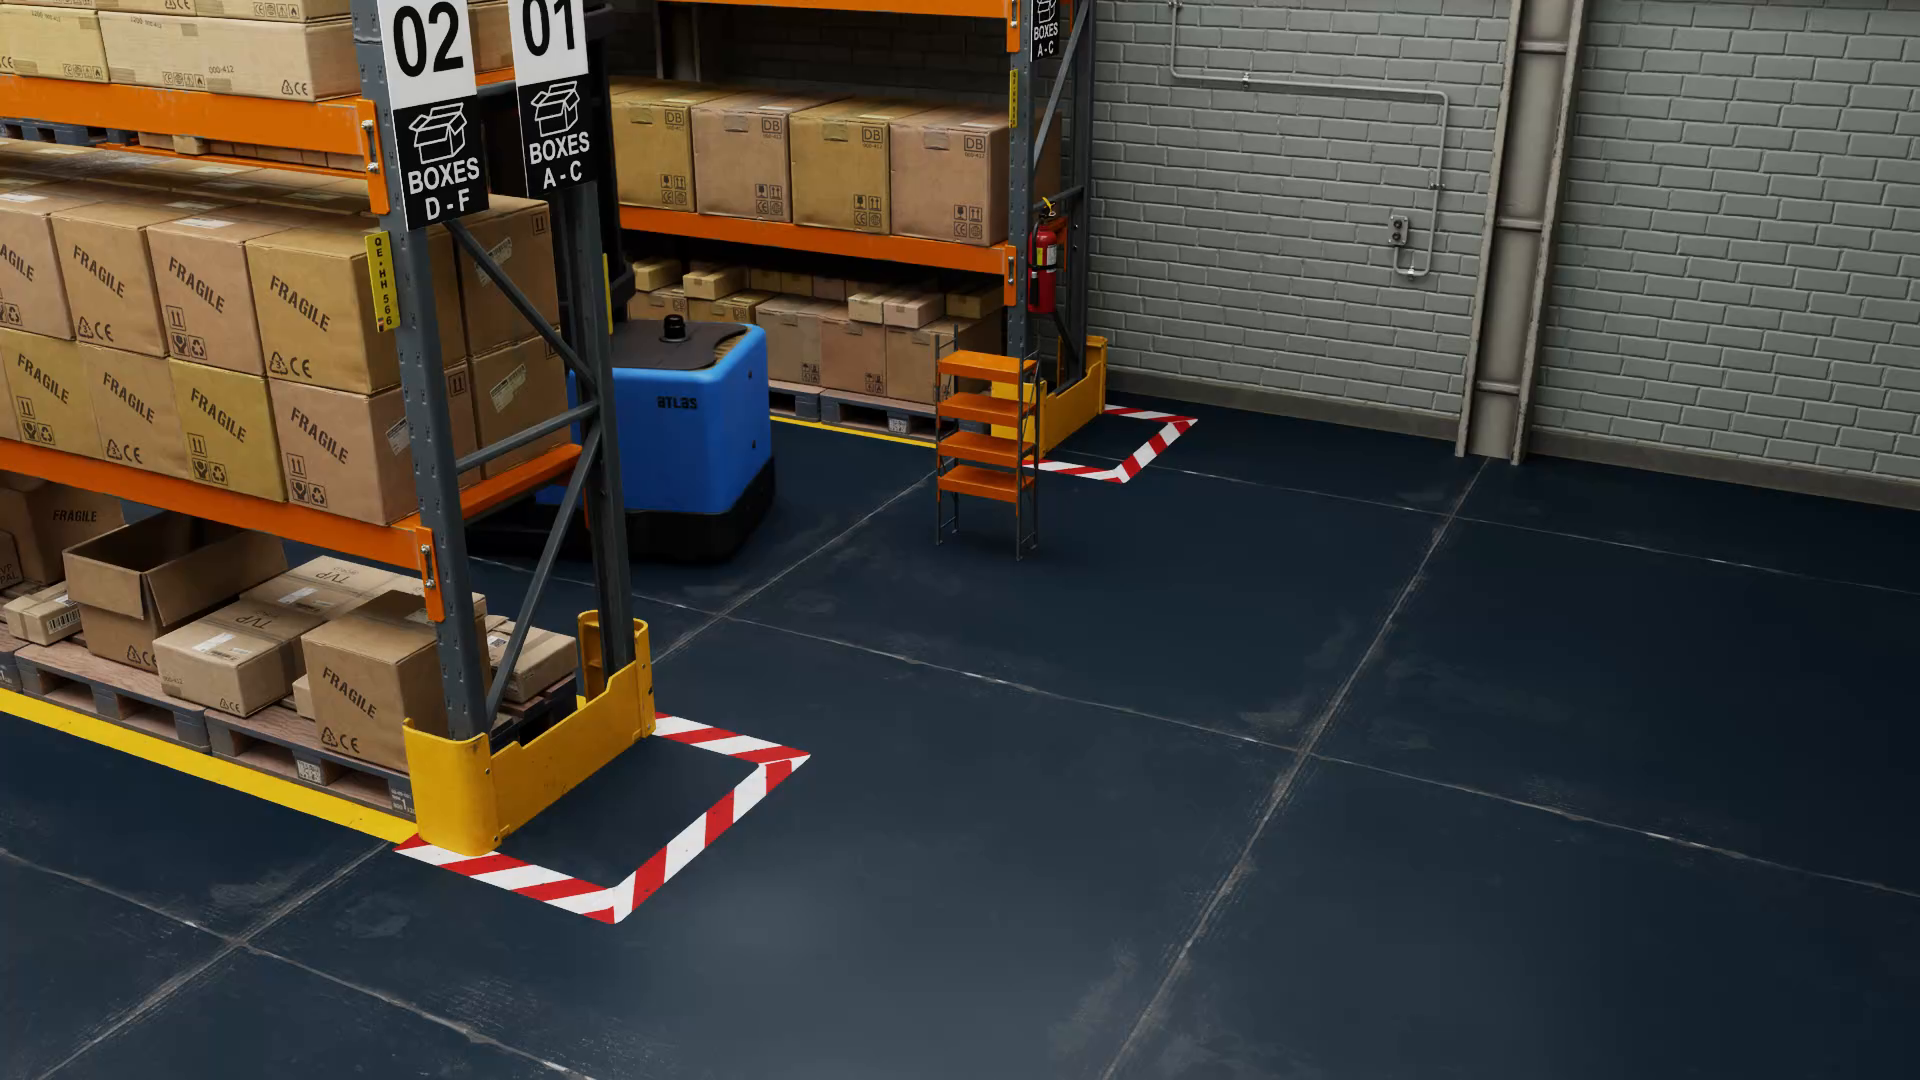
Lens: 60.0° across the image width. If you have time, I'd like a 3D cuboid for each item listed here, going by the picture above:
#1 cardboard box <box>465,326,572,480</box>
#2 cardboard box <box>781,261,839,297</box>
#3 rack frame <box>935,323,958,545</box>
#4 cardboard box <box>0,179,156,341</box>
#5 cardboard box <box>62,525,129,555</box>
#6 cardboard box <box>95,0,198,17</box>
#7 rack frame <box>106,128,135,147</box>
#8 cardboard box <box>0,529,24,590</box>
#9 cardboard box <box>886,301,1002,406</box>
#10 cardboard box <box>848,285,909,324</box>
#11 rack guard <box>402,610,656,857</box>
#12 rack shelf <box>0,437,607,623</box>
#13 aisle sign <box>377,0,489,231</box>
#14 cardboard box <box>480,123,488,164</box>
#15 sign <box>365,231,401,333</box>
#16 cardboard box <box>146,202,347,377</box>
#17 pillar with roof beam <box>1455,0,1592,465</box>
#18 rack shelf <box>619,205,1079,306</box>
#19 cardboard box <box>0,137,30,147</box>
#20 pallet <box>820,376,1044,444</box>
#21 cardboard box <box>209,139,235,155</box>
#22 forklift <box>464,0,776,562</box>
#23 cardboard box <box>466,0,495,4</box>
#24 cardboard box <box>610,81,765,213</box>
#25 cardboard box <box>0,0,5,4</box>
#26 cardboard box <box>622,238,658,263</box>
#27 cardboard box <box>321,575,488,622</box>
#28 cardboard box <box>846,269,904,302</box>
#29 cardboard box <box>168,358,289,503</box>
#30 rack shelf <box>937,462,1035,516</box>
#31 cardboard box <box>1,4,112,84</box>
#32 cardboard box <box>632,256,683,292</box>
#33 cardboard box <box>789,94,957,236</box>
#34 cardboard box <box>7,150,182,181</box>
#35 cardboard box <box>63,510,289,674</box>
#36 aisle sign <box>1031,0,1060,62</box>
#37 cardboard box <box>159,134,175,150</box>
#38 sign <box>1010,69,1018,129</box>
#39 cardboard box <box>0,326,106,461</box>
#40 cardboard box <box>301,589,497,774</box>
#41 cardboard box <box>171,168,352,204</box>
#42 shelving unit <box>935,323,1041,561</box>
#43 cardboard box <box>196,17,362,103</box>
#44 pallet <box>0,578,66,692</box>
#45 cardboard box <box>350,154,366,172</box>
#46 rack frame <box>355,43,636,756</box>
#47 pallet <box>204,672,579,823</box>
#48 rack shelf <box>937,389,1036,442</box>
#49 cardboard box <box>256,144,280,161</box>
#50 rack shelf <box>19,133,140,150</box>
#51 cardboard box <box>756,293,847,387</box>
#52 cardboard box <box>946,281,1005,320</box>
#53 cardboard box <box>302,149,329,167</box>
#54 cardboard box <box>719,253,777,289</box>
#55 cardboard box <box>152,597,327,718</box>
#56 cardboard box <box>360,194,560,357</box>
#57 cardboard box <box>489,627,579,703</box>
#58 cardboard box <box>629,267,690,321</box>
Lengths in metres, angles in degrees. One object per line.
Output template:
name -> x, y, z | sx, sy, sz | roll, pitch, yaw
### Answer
cardboard box -> -1.939, -0.592, 6.681 | 0.500, 0.500, 0.500 | 12, 26, 26
cardboard box -> -1.030, -1.807, 11.495 | 0.250, 0.149, 0.380 | 11, 26, 25
rack frame -> -0.070, -0.566, 9.048 | 0.015, 1.200, 0.240 | 11, 25, 25
cardboard box -> -3.557, -1.134, 6.677 | 0.500, 0.500, 0.500 | 12, 26, 26
cardboard box -> -4.233, 0.075, 8.323 | 0.250, 0.149, 0.380 | 11, 25, 25
cardboard box -> -2.681, -2.007, 5.856 | 0.500, 0.250, 0.500 | 11, 25, 25
rack frame -> -6.569, -3.519, 13.691 | 0.127, 3.000, 1.000 | 11, 25, 25
cardboard box -> -4.954, 0.103, 8.049 | 0.500, 0.311, 0.500 | 11, 25, 25
cardboard box -> -0.100, -1.238, 10.985 | 0.500, 0.500, 0.700 | 11, 25, 25
cardboard box -> -0.525, -1.540, 10.867 | 0.250, 0.149, 0.380 | 12, 26, 26
rack guard -> -1.729, 0.761, 6.821 | 0.348, 0.500, 1.175 | 11, 25, 25
rack shelf -> -3.446, -0.398, 7.271 | 4.000, 0.370, 1.077 | 11, 25, 25
aisle sign -> -1.739, -1.453, 5.511 | 0.004, 0.787, 0.394 | 11, 25, 25
cardboard box -> -3.525, -2.998, 11.933 | 0.500, 0.500, 0.500 | 11, 25, 24
sign -> -1.930, -0.863, 5.564 | 0.005, 0.325, 0.100 | 11, 25, 25
cardboard box -> -2.634, -0.953, 6.253 | 0.500, 0.500, 0.500 | 12, 26, 26
pillar with roof beam -> 1.428, -3.189, 5.249 | 0.400, 9.000, 9.100 | 11, 25, 25
rack shelf -> -1.215, -2.128, 11.341 | 4.000, 0.370, 1.077 | 11, 25, 25
cardboard box -> -4.663, -1.589, 7.748 | 0.500, 0.500, 0.500 | 11, 26, 25
pallet -> -0.179, -0.937, 11.183 | 1.213, 0.211, 1.003 | 11, 25, 25
cardboard box -> -5.680, -3.148, 13.115 | 0.250, 0.149, 0.380 | 11, 25, 24
forklift -> -2.640, -1.487, 9.002 | 3.031, 2.935, 1.130 | 4, 23, 8
cardboard box -> -2.003, -2.098, 6.071 | 0.500, 0.250, 0.500 | 11, 25, 25
cardboard box -> -1.874, -2.718, 11.426 | 0.700, 0.700, 0.980 | 11, 25, 23
cardboard box -> -3.575, -2.182, 6.269 | 0.500, 0.250, 0.500 | 11, 25, 25
cardboard box -> -2.418, -2.081, 12.139 | 0.250, 0.149, 0.380 | 11, 25, 24
cardboard box -> -2.465, 0.404, 7.418 | 0.500, 0.250, 0.500 | 11, 25, 25
cardboard box -> -0.573, -1.718, 11.284 | 0.250, 0.149, 0.380 | 11, 26, 25
cardboard box -> -2.649, -0.496, 6.455 | 0.500, 0.500, 0.500 | 11, 26, 25
rack shelf -> 0.148, -0.278, 9.050 | 0.480, 0.148, 0.258 | 11, 25, 25
cardboard box -> -3.132, -1.861, 6.152 | 0.500, 0.250, 0.500 | 11, 25, 25
cardboard box -> -2.155, -1.862, 11.624 | 0.250, 0.149, 0.380 | 12, 26, 26
cardboard box -> -0.544, -2.455, 10.807 | 0.700, 0.700, 0.980 | 11, 25, 24
cardboard box -> -3.755, -1.410, 7.328 | 0.500, 0.500, 0.500 | 11, 26, 25
cardboard box -> -3.552, 0.195, 7.587 | 0.637, 0.503, 0.797 | 11, 25, 25
aisle sign -> 0.499, -3.185, 9.585 | 0.004, 0.787, 0.394 | 11, 25, 25
cardboard box -> -6.159, -3.226, 13.298 | 0.250, 0.149, 0.380 | 12, 26, 25
sign -> 0.313, -2.561, 9.657 | 0.005, 0.325, 0.100 | 11, 25, 25
cardboard box -> -3.541, -0.675, 6.876 | 0.500, 0.500, 0.500 | 11, 25, 24
cardboard box -> -2.258, 0.562, 6.726 | 0.500, 0.500, 0.500 | 11, 25, 25
cardboard box -> -2.853, -1.232, 6.908 | 0.500, 0.500, 0.500 | 12, 26, 25
shelving unit -> 0.148, -0.523, 8.946 | 0.503, 1.200, 0.258 | 11, 25, 25
cardboard box -> -2.239, -1.685, 5.739 | 0.500, 0.250, 0.500 | 11, 25, 25
pallet -> -4.619, 0.323, 8.221 | 1.213, 0.211, 1.003 | 11, 25, 25
cardboard box -> -4.326, -2.857, 12.431 | 0.250, 0.149, 0.380 | 11, 25, 25
rack frame -> -1.662, -0.375, 6.300 | 0.127, 3.000, 1.000 | 11, 25, 25
pallet -> -2.441, 0.754, 7.207 | 1.213, 0.211, 1.003 | 11, 25, 25
rack shelf -> 0.148, -0.667, 8.885 | 0.480, 0.148, 0.258 | 11, 25, 25
cardboard box -> -5.219, -3.056, 12.898 | 0.250, 0.149, 0.380 | 12, 26, 25
rack shelf -> -8.354, -3.541, 14.663 | 4.000, 0.370, 1.077 | 11, 25, 25
cardboard box -> -0.995, -1.415, 11.401 | 0.500, 0.500, 0.700 | 10, 25, 23
cardboard box -> 0.102, -1.584, 10.971 | 0.250, 0.149, 0.380 | 11, 26, 25
cardboard box -> -4.775, -2.957, 12.667 | 0.250, 0.149, 0.380 | 12, 26, 26
cardboard box -> -1.487, -1.897, 11.707 | 0.250, 0.149, 0.380 | 11, 26, 25
cardboard box -> -3.092, 0.499, 7.194 | 0.500, 0.250, 0.500 | 11, 25, 25
cardboard box -> -1.939, -1.052, 6.485 | 0.500, 0.500, 0.500 | 12, 26, 26
cardboard box -> -1.880, 0.540, 7.228 | 0.250, 0.149, 0.380 | 11, 25, 25
cardboard box -> -1.932, -1.598, 11.831 | 0.500, 0.500, 0.700 | 11, 25, 24
